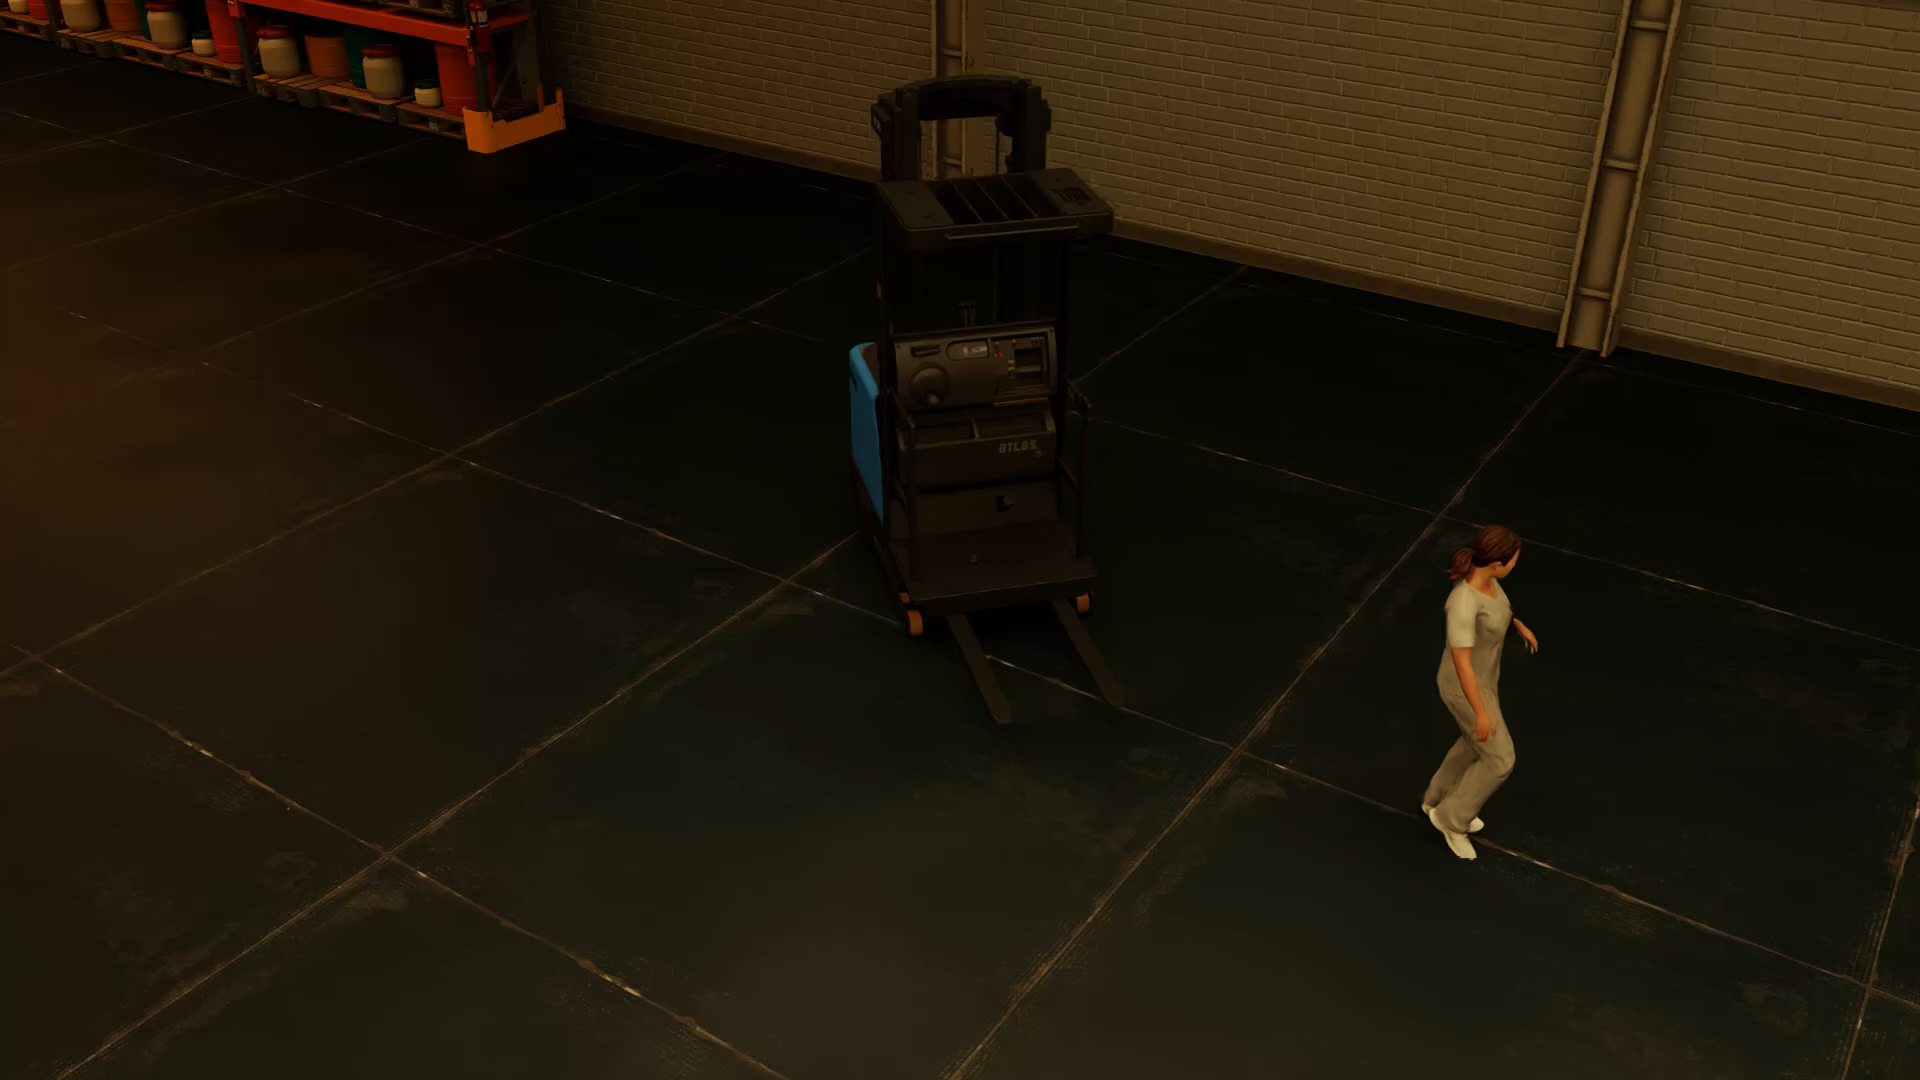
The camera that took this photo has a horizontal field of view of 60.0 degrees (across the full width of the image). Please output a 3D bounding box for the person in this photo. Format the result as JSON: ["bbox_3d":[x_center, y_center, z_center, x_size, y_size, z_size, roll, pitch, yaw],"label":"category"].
[{"bbox_3d":[2.417,0.672,7.725,0.481,1.678,0.760,16,34,26],"label":"person"}]

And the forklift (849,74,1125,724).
[{"bbox_3d":[0.149,-0.921,9.167,1.130,2.935,3.031,-7,31,-12],"label":"forklift"}]
